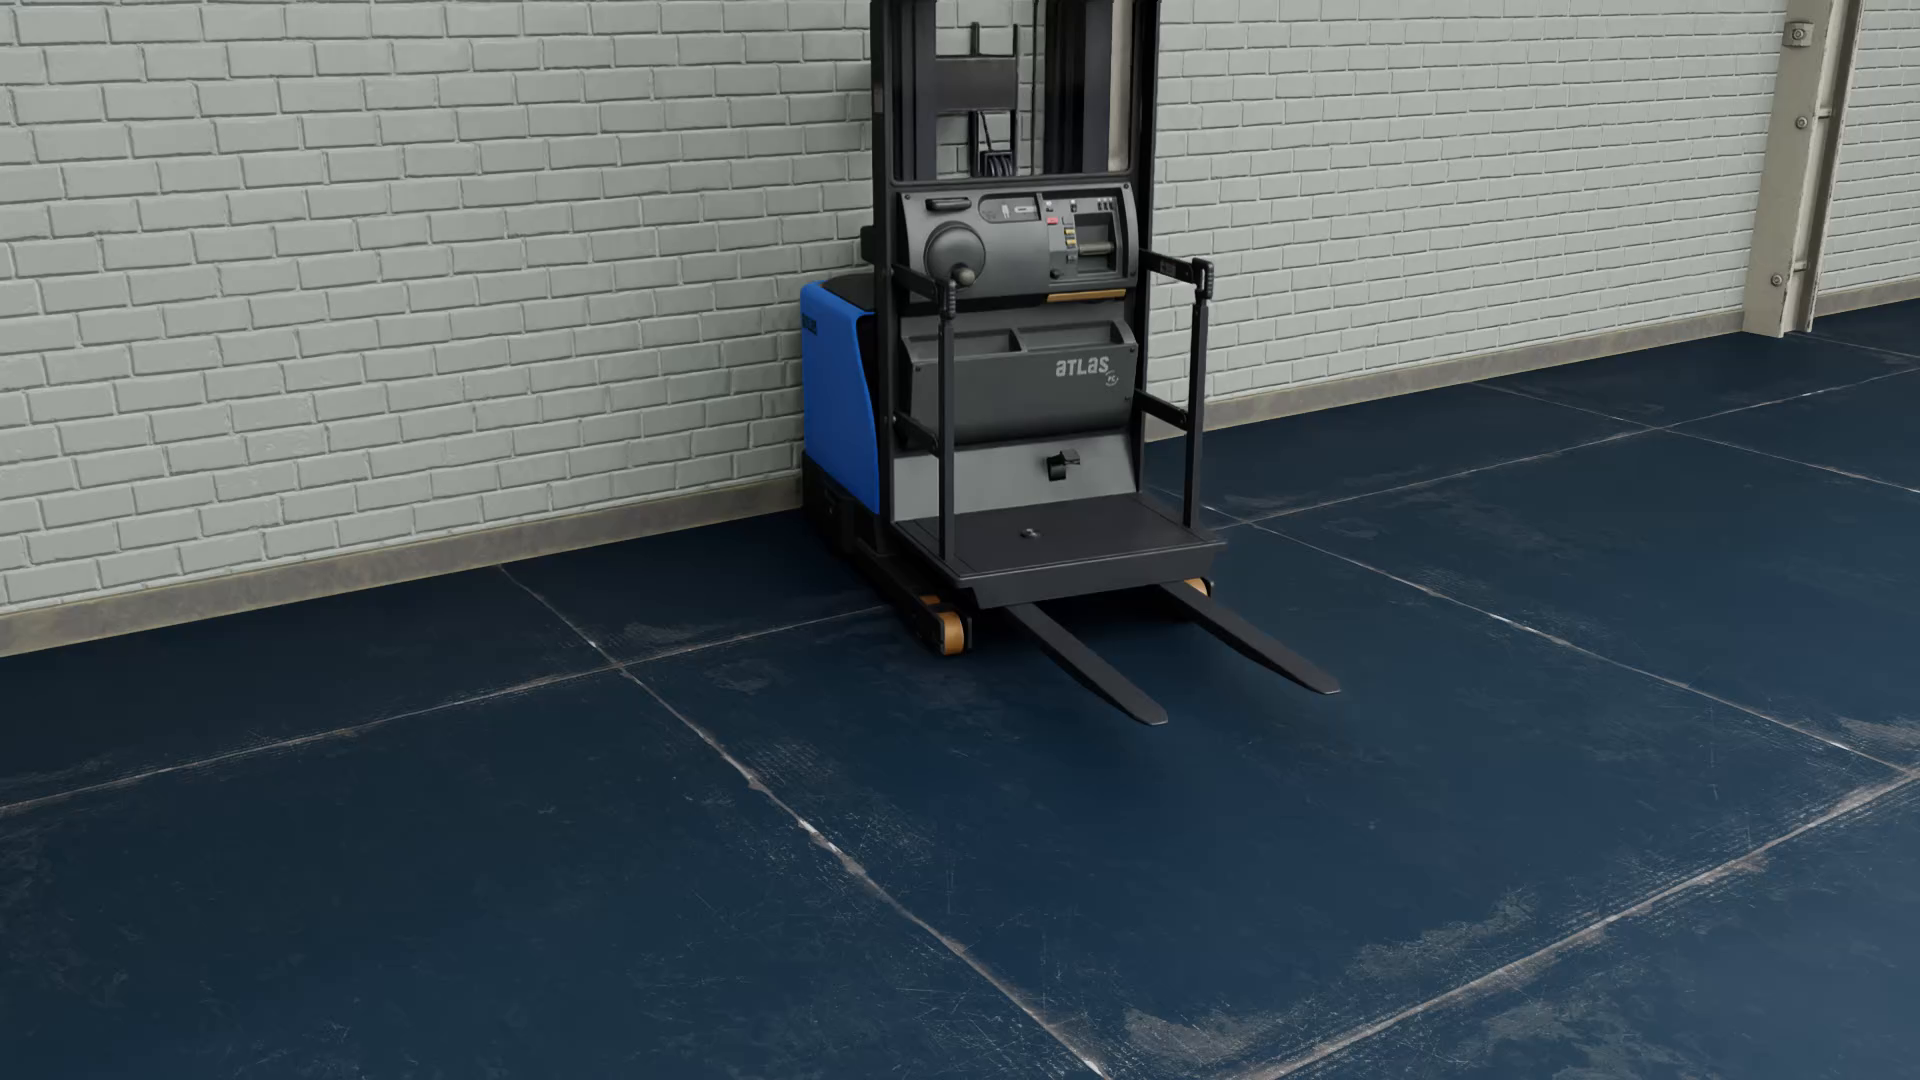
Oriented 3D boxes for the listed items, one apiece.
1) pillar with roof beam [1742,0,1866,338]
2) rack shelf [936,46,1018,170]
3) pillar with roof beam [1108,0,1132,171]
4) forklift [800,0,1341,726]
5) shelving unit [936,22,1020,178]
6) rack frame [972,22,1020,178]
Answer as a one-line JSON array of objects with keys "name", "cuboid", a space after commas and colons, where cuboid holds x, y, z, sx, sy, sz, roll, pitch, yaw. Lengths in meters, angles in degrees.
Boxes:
[{"name": "pillar with roof beam", "cuboid": [8.021, -4.564, 6.695, 0.400, 9.000, 9.100, -12, 22, -31]}, {"name": "rack shelf", "cuboid": [-0.059, -1.915, 7.377, 0.480, 0.518, 0.431, -9, 21, -27]}, {"name": "pillar with roof beam", "cuboid": [3.010, -3.507, 3.569, 0.400, 9.000, 9.100, -12, 22, -31]}, {"name": "forklift", "cuboid": [0.311, -1.119, 5.978, 1.130, 2.935, 3.031, -7, 20, -21]}, {"name": "shelving unit", "cuboid": [-0.063, -1.263, 7.593, 0.503, 2.100, 0.431, -9, 21, -27]}, {"name": "rack frame", "cuboid": [0.152, -1.297, 7.702, 0.015, 2.100, 0.400, -9, 21, -27]}]
